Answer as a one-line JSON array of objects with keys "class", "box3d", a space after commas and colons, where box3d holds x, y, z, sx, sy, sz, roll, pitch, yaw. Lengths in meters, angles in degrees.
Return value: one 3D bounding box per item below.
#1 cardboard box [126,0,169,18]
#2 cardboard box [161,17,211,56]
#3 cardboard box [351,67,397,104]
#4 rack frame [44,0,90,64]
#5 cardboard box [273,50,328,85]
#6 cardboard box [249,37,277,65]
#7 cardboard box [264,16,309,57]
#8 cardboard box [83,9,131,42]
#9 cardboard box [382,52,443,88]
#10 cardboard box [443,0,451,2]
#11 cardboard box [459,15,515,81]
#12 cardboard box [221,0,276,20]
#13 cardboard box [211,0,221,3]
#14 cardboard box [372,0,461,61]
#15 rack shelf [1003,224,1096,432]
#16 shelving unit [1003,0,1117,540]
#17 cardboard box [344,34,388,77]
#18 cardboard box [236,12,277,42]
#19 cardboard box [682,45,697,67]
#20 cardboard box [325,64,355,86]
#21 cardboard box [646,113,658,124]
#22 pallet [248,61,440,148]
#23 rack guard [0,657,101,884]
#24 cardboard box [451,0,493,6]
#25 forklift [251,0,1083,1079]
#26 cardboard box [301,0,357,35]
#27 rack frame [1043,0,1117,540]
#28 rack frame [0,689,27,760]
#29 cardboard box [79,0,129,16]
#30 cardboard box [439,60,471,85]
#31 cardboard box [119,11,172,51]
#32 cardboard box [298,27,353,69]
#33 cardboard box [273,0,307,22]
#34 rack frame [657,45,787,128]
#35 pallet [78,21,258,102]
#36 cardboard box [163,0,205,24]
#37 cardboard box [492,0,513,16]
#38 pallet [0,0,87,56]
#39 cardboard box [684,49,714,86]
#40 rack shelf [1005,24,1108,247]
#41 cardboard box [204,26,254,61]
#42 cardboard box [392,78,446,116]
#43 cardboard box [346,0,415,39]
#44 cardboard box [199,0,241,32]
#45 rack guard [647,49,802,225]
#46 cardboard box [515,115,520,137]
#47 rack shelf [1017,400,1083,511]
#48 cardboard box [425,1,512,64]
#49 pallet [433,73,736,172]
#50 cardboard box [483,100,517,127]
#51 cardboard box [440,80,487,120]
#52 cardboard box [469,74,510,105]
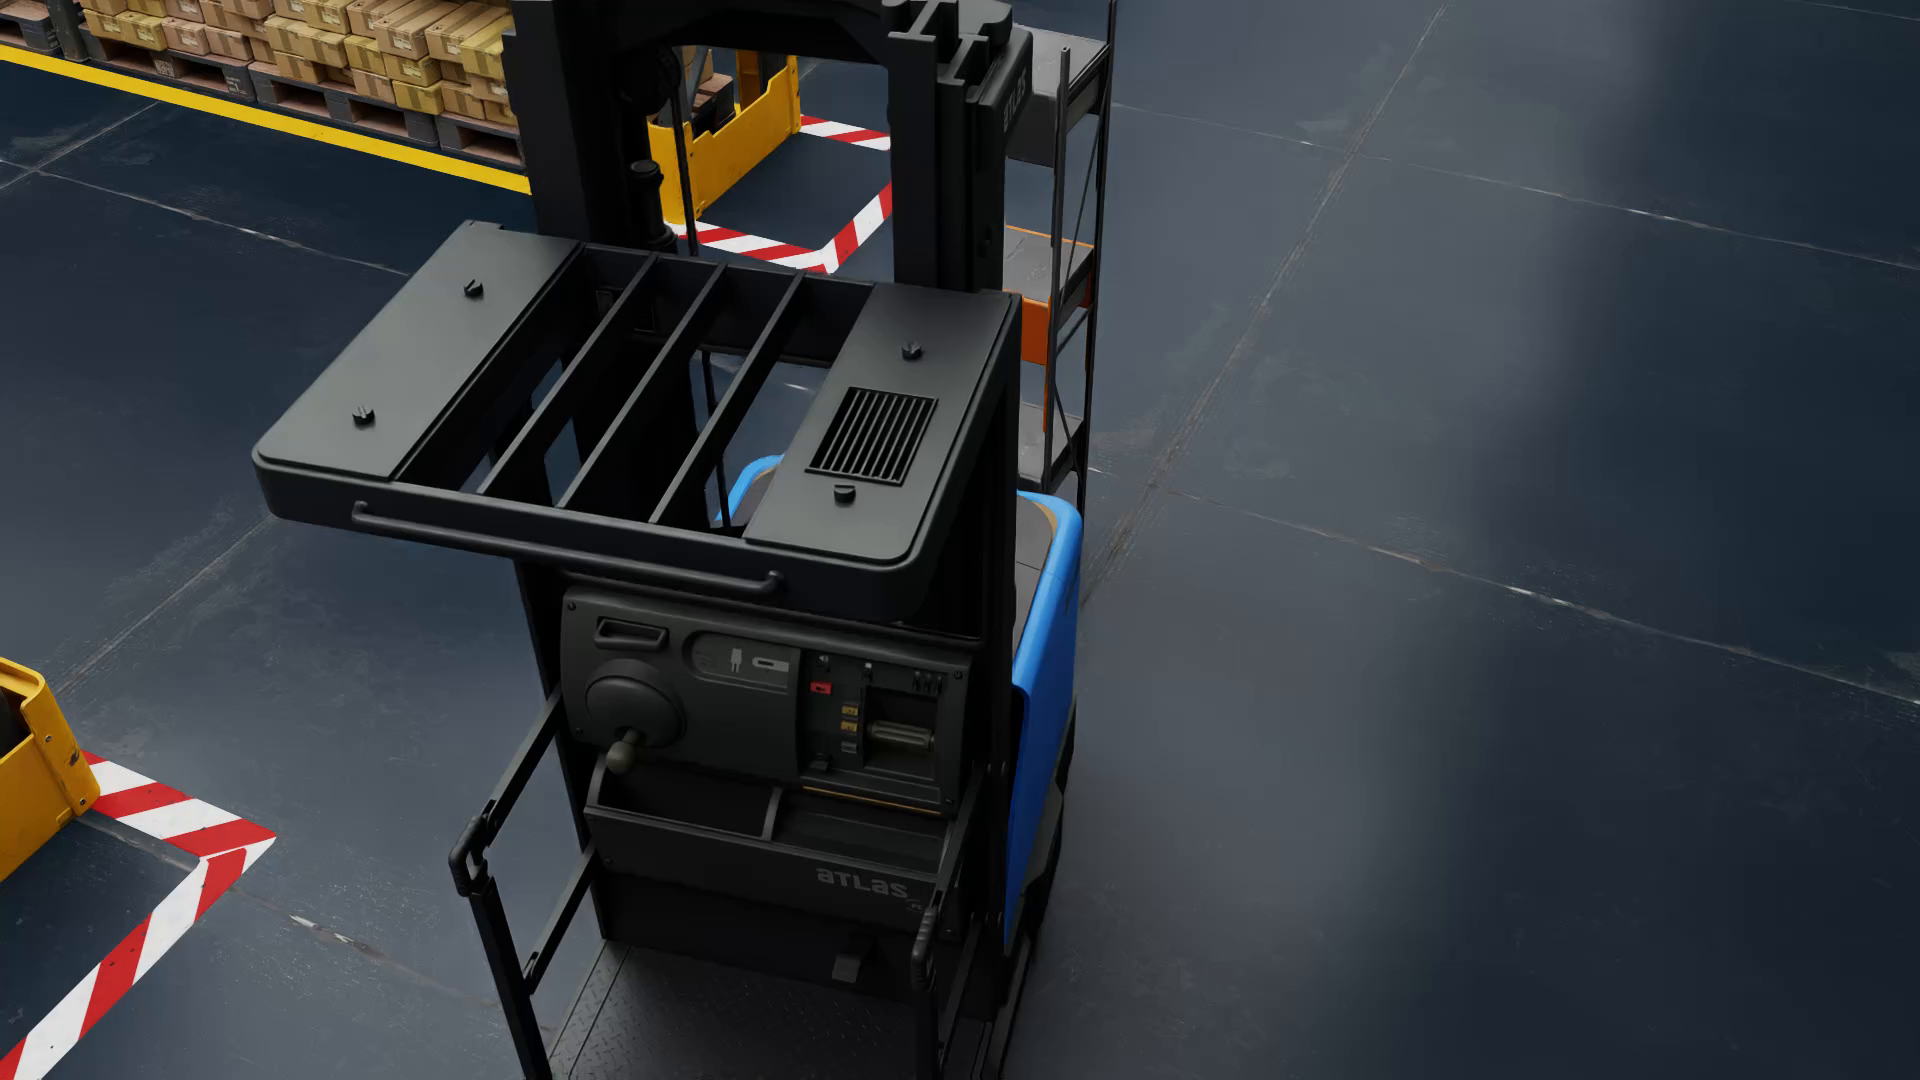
[{"class": "cardboard box", "box3d": [-4.312, -3.003, 9.053, 0.250, 0.149, 0.380, 17, 44, 19]}, {"class": "cardboard box", "box3d": [-4.089, -2.794, 9.039, 0.250, 0.149, 0.380, 17, 44, 18]}, {"class": "cardboard box", "box3d": [-2.917, -2.429, 8.618, 0.250, 0.149, 0.380, 18, 44, 19]}, {"class": "rack frame", "box3d": [-4.772, -4.116, 8.708, 0.127, 3.000, 1.000, 17, 44, 19]}, {"class": "cardboard box", "box3d": [-3.385, -2.571, 8.782, 0.250, 0.149, 0.380, 16, 43, 17]}, {"class": "cardboard box", "box3d": [-3.580, -2.700, 8.931, 0.250, 0.149, 0.380, 15, 43, 17]}, {"class": "cardboard box", "box3d": [-3.391, -2.682, 8.684, 0.250, 0.149, 0.380, 17, 44, 18]}, {"class": "cardboard box", "box3d": [-4.578, -2.906, 9.168, 0.250, 0.149, 0.380, 15, 43, 17]}, {"class": "cardboard box", "box3d": [-2.692, -2.457, 8.424, 0.250, 0.149, 0.380, 18, 44, 19]}, {"class": "cardboard box", "box3d": [-2.679, -3.014, 8.839, 0.250, 0.149, 0.380, 18, 44, 19]}, {"class": "cardboard box", "box3d": [-2.226, -2.411, 8.143, 0.250, 0.149, 0.380, 16, 43, 18]}, {"class": "cardboard box", "box3d": [-3.631, -2.874, 8.677, 0.250, 0.149, 0.380, 18, 44, 20]}, {"class": "cardboard box", "box3d": [-3.827, -2.993, 8.815, 0.250, 0.149, 0.380, 16, 43, 18]}, {"class": "cardboard box", "box3d": [-2.701, -2.561, 8.317, 0.250, 0.149, 0.380, 19, 44, 20]}, {"class": "rack shelf", "box3d": [0.150, -0.737, 5.518, 0.480, 0.518, 0.431, 17, 44, 19]}, {"class": "shelving unit", "box3d": [0.150, -0.748, 5.509, 0.503, 2.100, 0.431, 17, 44, 19]}, {"class": "cardboard box", "box3d": [-2.917, -2.539, 8.519, 0.250, 0.149, 0.380, 19, 44, 21]}, {"class": "cardboard box", "box3d": [-3.593, -2.790, 8.808, 0.250, 0.149, 0.380, 19, 44, 21]}, {"class": "cardboard box", "box3d": [-1.513, -2.500, 8.472, 0.250, 0.149, 0.380, 19, 44, 20]}, {"class": "cardboard box", "box3d": [-3.115, -2.543, 8.750, 0.250, 0.149, 0.380, 18, 44, 20]}, {"class": "cardboard box", "box3d": [-1.712, -2.112, 8.252, 0.250, 0.149, 0.380, 18, 44, 19]}, {"class": "pallet", "box3d": [-3.039, -2.560, 9.043, 1.213, 0.211, 1.003, 17, 44, 19]}, {"class": "rack guard", "box3d": [-3.127, 0.909, 4.820, 0.348, 0.500, 1.175, 17, 44, 19]}, {"class": "cardboard box", "box3d": [-2.460, -2.914, 8.723, 0.250, 0.149, 0.380, 19, 44, 20]}, {"class": "forklift", "box3d": [-0.487, 0.447, 3.497, 1.130, 2.935, 3.031, 9, 42, 10]}, {"class": "cardboard box", "box3d": [-3.142, -2.756, 8.541, 0.250, 0.149, 0.380, 17, 44, 19]}, {"class": "rack frame", "box3d": [0.371, -0.680, 5.431, 0.015, 2.100, 0.400, 17, 44, 19]}, {"class": "rack frame", "box3d": [-3.148, -0.042, 4.008, 0.127, 3.000, 1.000, 17, 44, 19]}, {"class": "cardboard box", "box3d": [-4.579, -3.019, 9.072, 0.250, 0.149, 0.380, 19, 44, 21]}, {"class": "cardboard box", "box3d": [-2.418, -2.457, 8.424, 0.250, 0.149, 0.380, 16, 44, 18]}, {"class": "cardboard box", "box3d": [-4.337, -2.832, 9.083, 0.250, 0.149, 0.380, 18, 44, 20]}, {"class": "cardboard box", "box3d": [-3.178, -2.599, 8.588, 0.250, 0.149, 0.380, 17, 44, 19]}, {"class": "cardboard box", "box3d": [-3.349, -2.847, 8.647, 0.250, 0.149, 0.380, 15, 43, 17]}, {"class": "rack frame", "box3d": [-1.147, -3.008, 7.431, 0.127, 3.000, 1.000, 17, 44, 19]}, {"class": "pallet", "box3d": [-4.148, -2.897, 9.431, 1.213, 0.211, 1.003, 17, 44, 19]}, {"class": "cardboard box", "box3d": [-4.076, -2.957, 9.000, 0.250, 0.149, 0.380, 17, 44, 18]}, {"class": "cardboard box", "box3d": [-2.213, -2.832, 8.628, 0.250, 0.149, 0.380, 15, 43, 17]}, {"class": "pallet", "box3d": [-5.478, -3.277, 9.870, 1.213, 0.211, 1.003, 17, 44, 19]}, {"class": "cardboard box", "box3d": [-1.487, -2.425, 8.613, 0.250, 0.149, 0.380, 18, 44, 19]}, {"class": "rack shelf", "box3d": [0.150, -1.266, 5.060, 0.480, 0.518, 0.431, 17, 44, 19]}, {"class": "cardboard box", "box3d": [-3.838, -2.754, 8.993, 0.250, 0.149, 0.380, 16, 43, 18]}, {"class": "cardboard box", "box3d": [-2.678, -2.341, 8.517, 0.250, 0.149, 0.380, 15, 43, 17]}, {"class": "cardboard box", "box3d": [-2.893, -2.700, 8.477, 0.250, 0.149, 0.380, 16, 43, 17]}, {"class": "cardboard box", "box3d": [-3.832, -2.880, 8.912, 0.250, 0.149, 0.380, 15, 43, 16]}, {"class": "rack guard", "box3d": [-1.216, -2.085, 8.274, 0.348, 0.500, 1.175, 17, 44, 19]}, {"class": "cardboard box", "box3d": [-1.988, -2.123, 8.265, 0.250, 0.149, 0.380, 18, 44, 20]}, {"class": "rack shelf", "box3d": [0.150, -0.208, 5.977, 0.480, 0.518, 0.431, 17, 44, 19]}, {"class": "cardboard box", "box3d": [-2.434, -2.520, 8.269, 0.250, 0.149, 0.380, 15, 43, 17]}, {"class": "pallet", "box3d": [-1.937, -2.222, 8.652, 1.213, 0.211, 1.003, 17, 44, 19]}, {"class": "cardboard box", "box3d": [-2.191, -2.247, 8.408, 0.250, 0.149, 0.380, 17, 44, 18]}, {"class": "cardboard box", "box3d": [-2.420, -2.308, 8.478, 0.250, 0.149, 0.380, 17, 44, 19]}, {"class": "cardboard box", "box3d": [-2.218, -2.322, 8.267, 0.250, 0.149, 0.380, 15, 43, 17]}]
